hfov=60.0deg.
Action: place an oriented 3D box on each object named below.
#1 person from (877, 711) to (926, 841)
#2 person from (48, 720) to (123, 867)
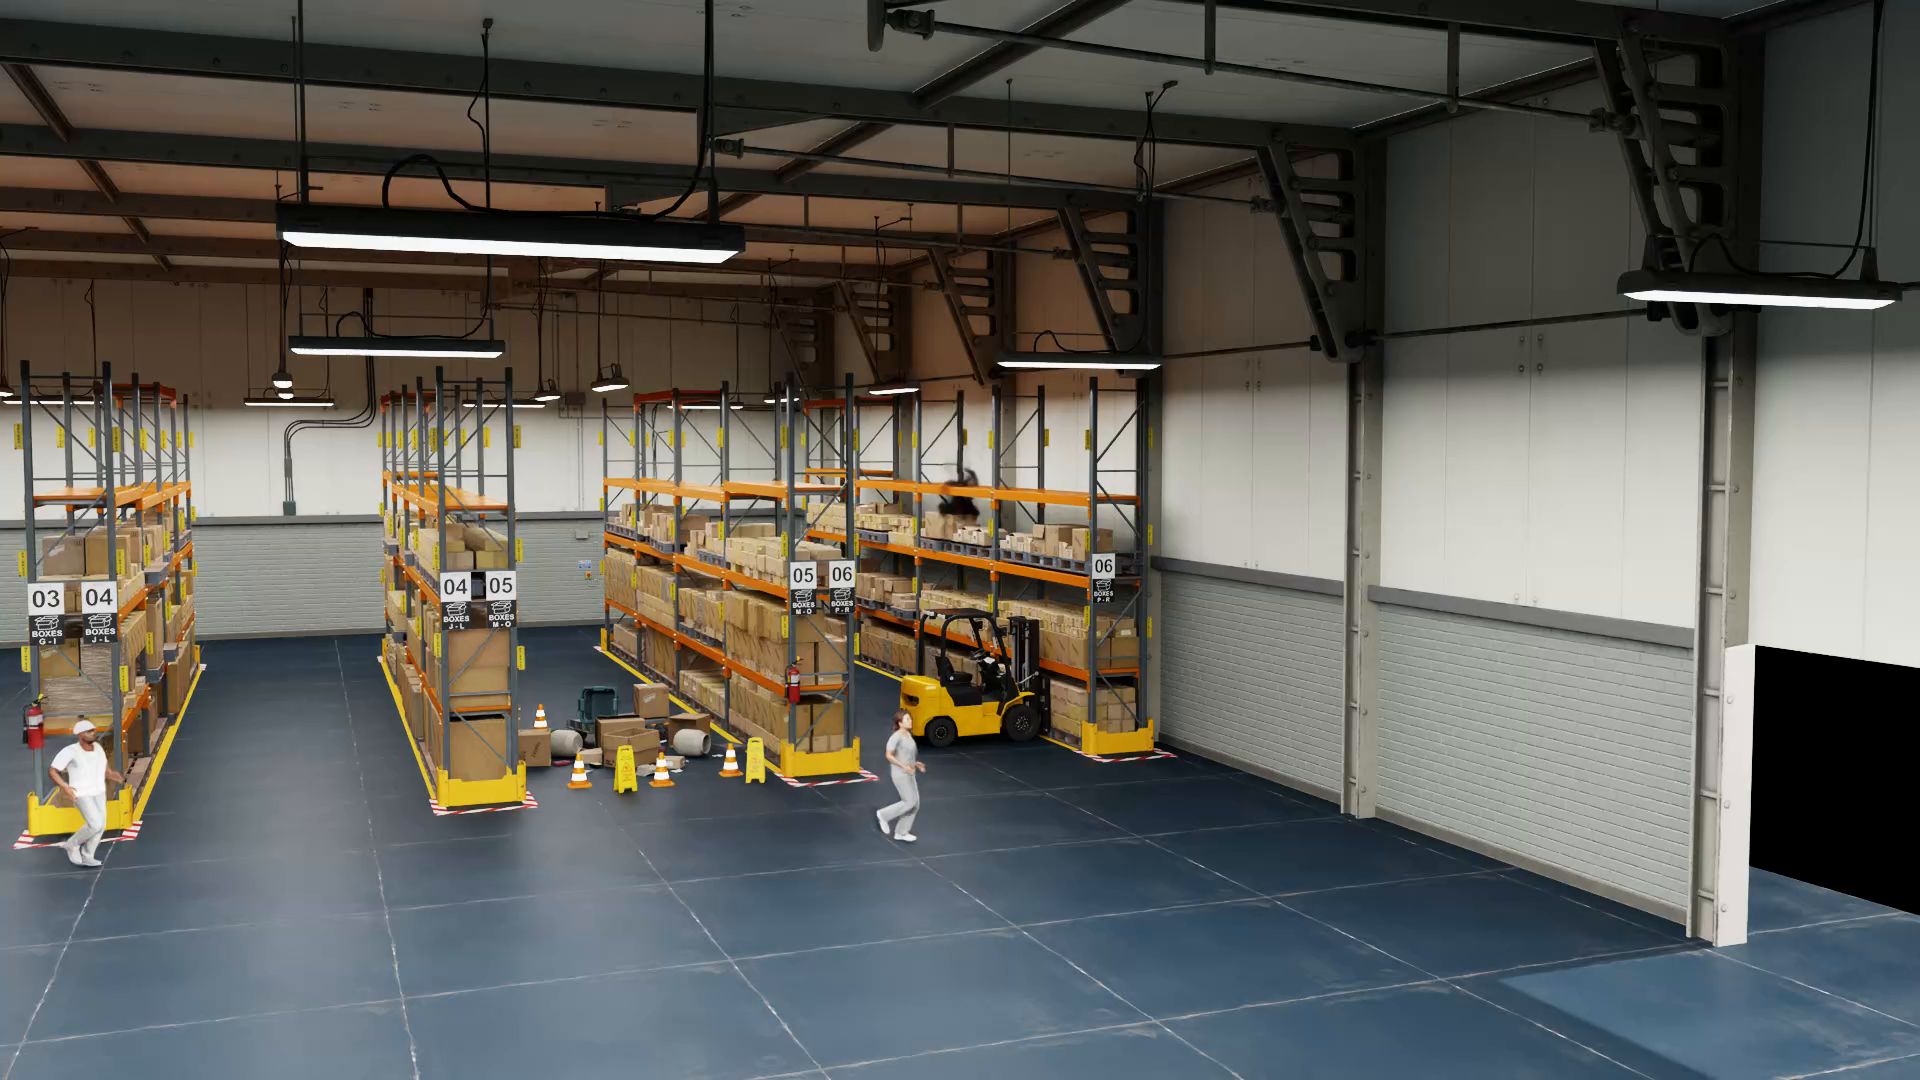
[{"bbox_3d":[-0.743,2.937,20.787,0.558,1.623,0.548,1,4,23],"label":"person"},{"bbox_3d":[-10.183,2.971,19.462,0.580,1.725,0.721,1,4,17],"label":"person"}]
